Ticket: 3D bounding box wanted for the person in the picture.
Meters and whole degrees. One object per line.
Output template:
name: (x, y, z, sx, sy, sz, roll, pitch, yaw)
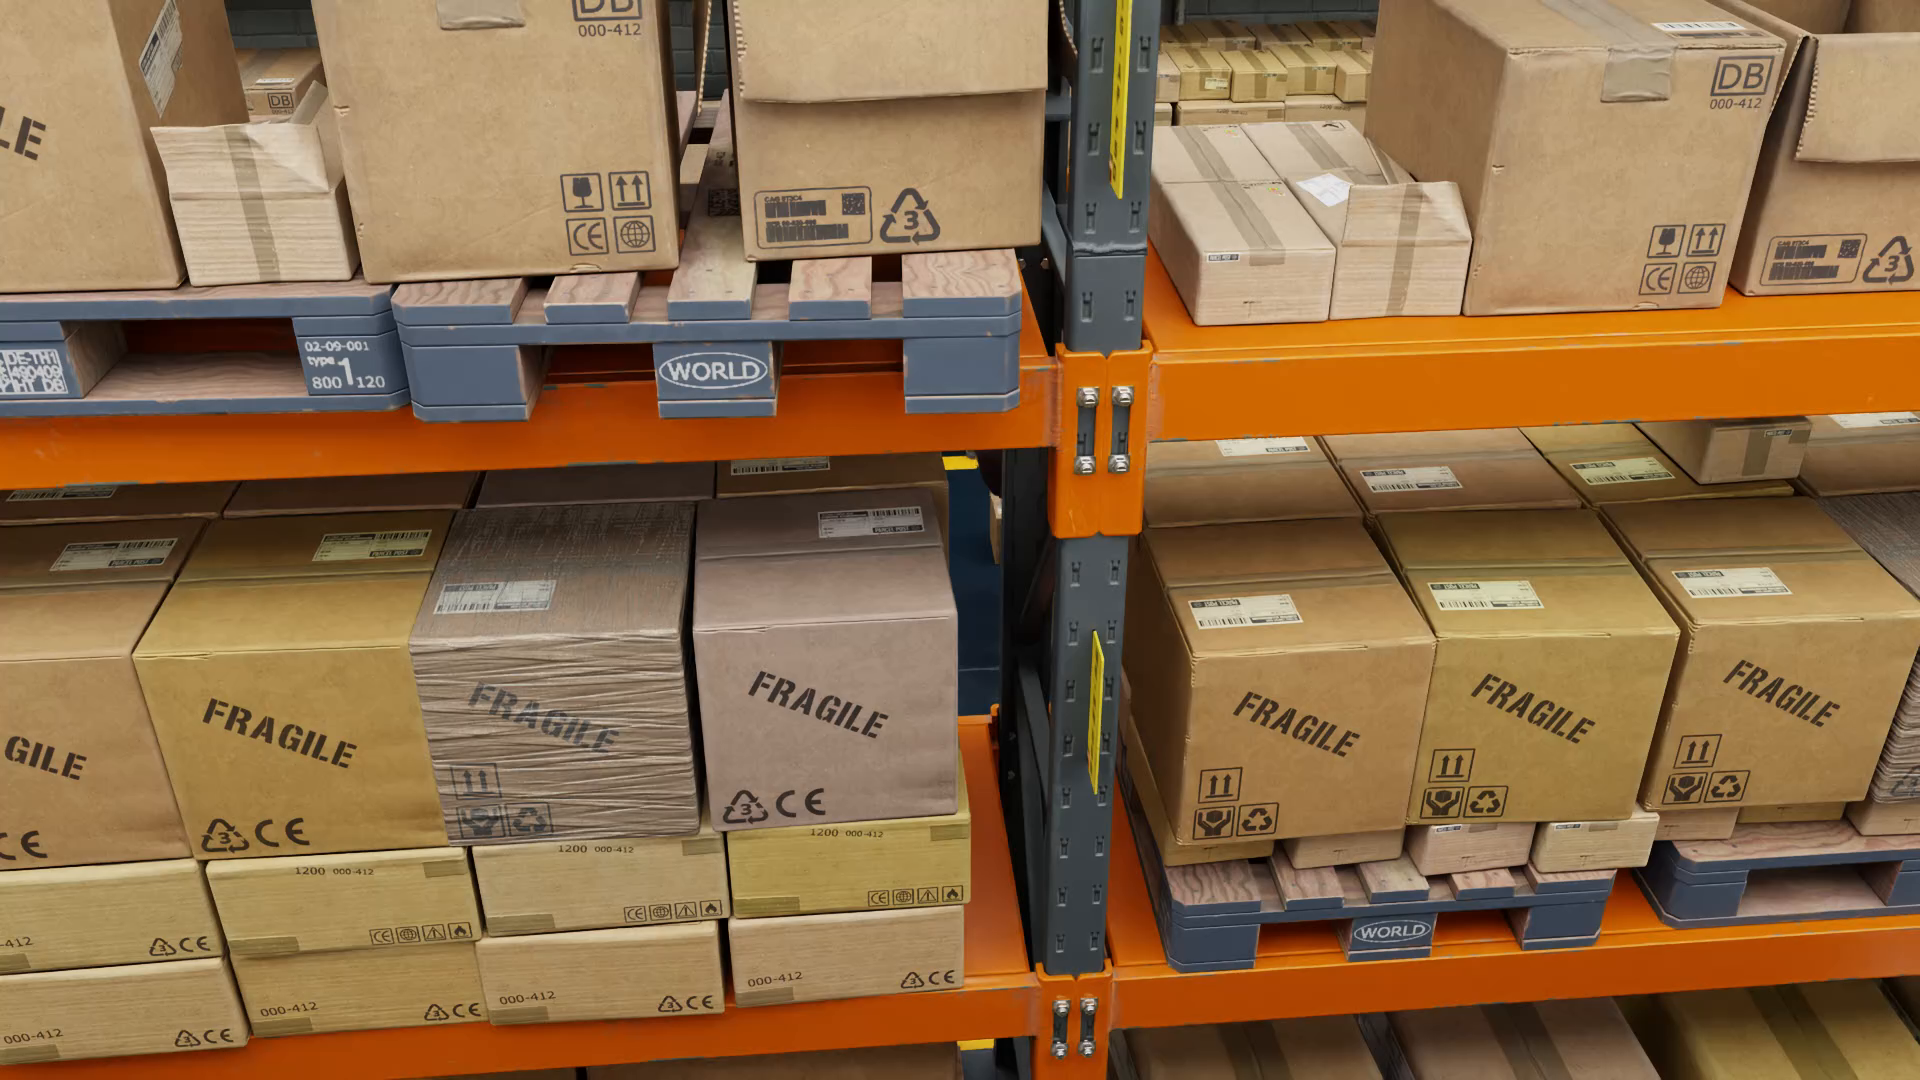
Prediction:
person: (0.294, -0.413, 6.868, 0.714, 1.764, 0.942, 9, 32, 15)
